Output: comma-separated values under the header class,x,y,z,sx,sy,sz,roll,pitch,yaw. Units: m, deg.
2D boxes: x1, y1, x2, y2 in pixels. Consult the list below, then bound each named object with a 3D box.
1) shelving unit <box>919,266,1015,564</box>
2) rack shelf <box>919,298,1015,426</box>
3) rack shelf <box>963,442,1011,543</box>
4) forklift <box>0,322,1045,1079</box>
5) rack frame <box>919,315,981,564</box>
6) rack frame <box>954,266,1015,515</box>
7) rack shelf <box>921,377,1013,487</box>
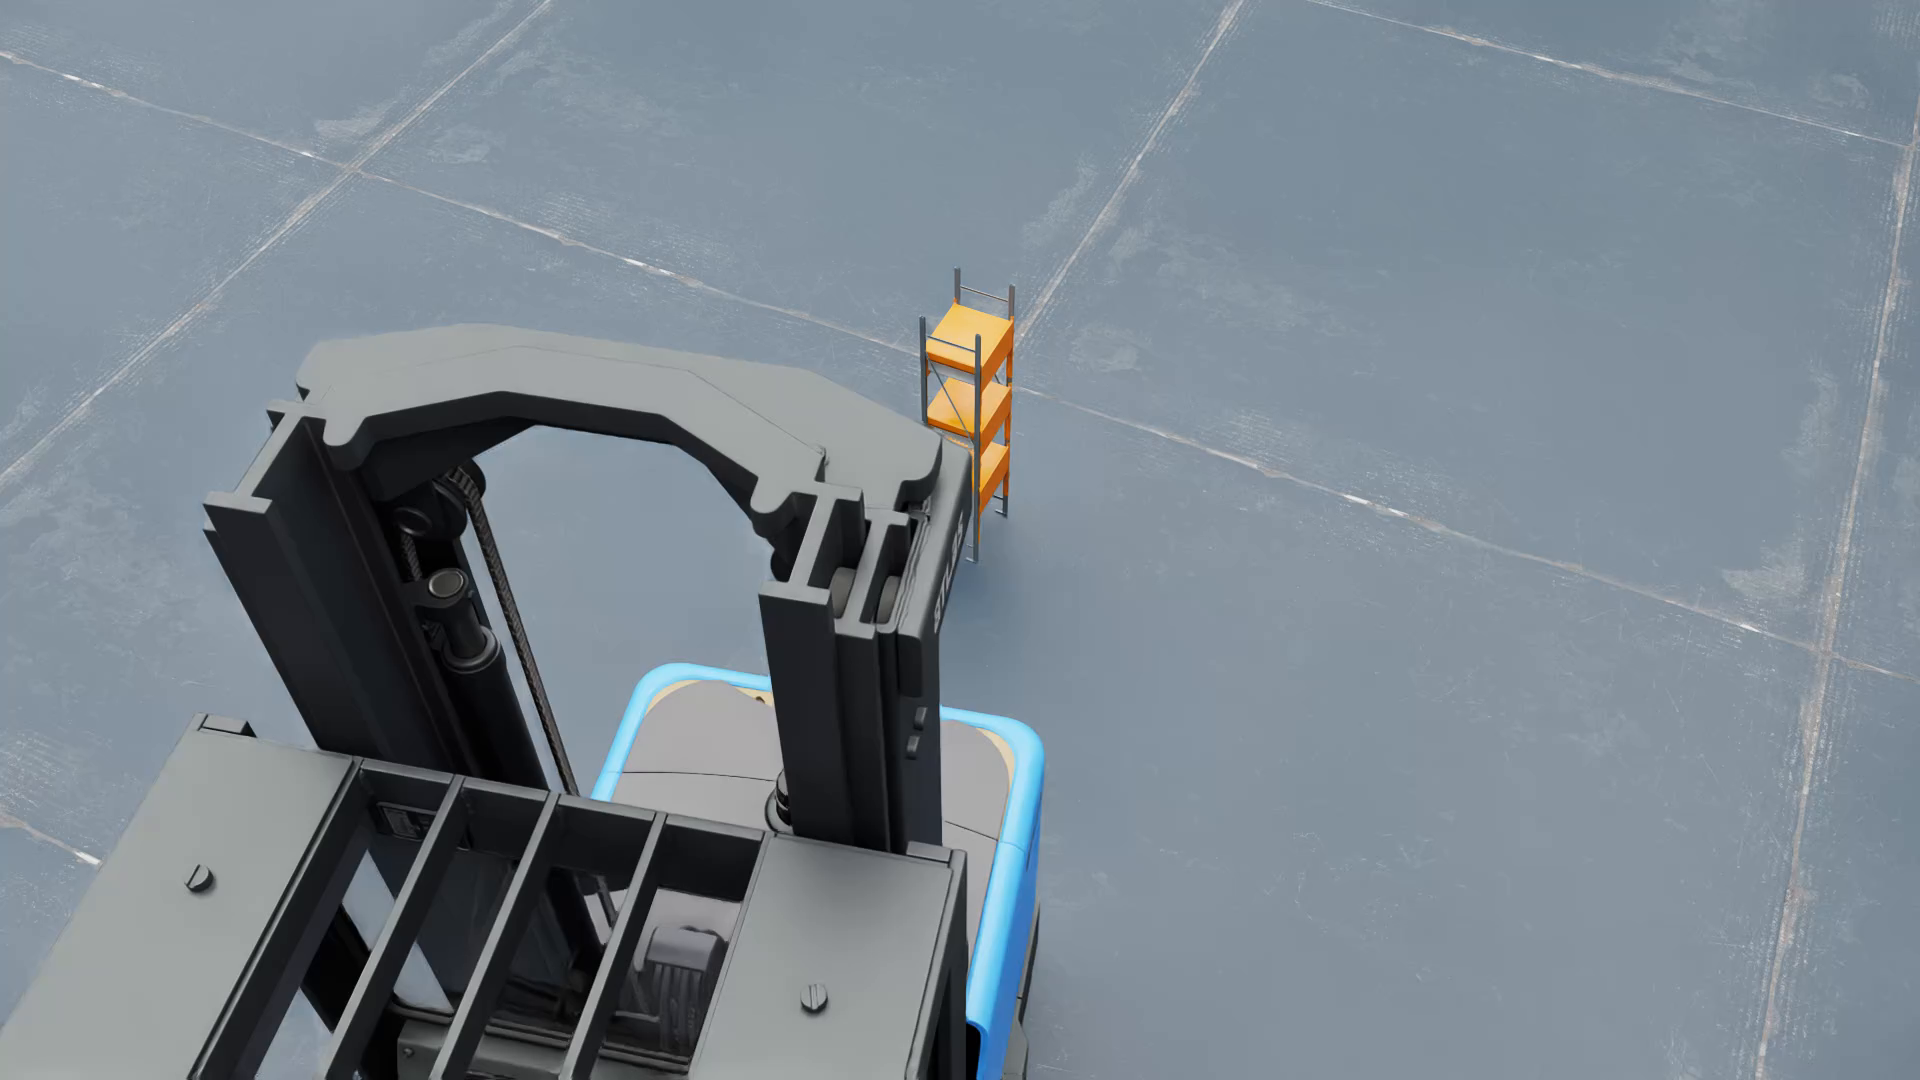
class,x,y,z,sx,sy,sz,roll,pitch,yaw
shelving unit,0.023,-0.377,5.382,0.215,1.050,0.252,20,52,16
rack shelf,0.023,-0.554,5.173,0.215,0.259,0.240,20,52,16
rack shelf,0.023,-0.190,5.601,0.215,0.259,0.240,20,52,16
forklift,-0.582,1.212,2.794,1.130,2.935,3.031,9,50,7
rack frame,-0.029,-0.293,5.310,0.200,1.050,0.008,20,52,16
rack frame,0.075,-0.461,5.453,0.200,1.050,0.008,20,52,16
rack shelf,0.023,-0.370,5.390,0.215,0.259,0.240,20,52,16
